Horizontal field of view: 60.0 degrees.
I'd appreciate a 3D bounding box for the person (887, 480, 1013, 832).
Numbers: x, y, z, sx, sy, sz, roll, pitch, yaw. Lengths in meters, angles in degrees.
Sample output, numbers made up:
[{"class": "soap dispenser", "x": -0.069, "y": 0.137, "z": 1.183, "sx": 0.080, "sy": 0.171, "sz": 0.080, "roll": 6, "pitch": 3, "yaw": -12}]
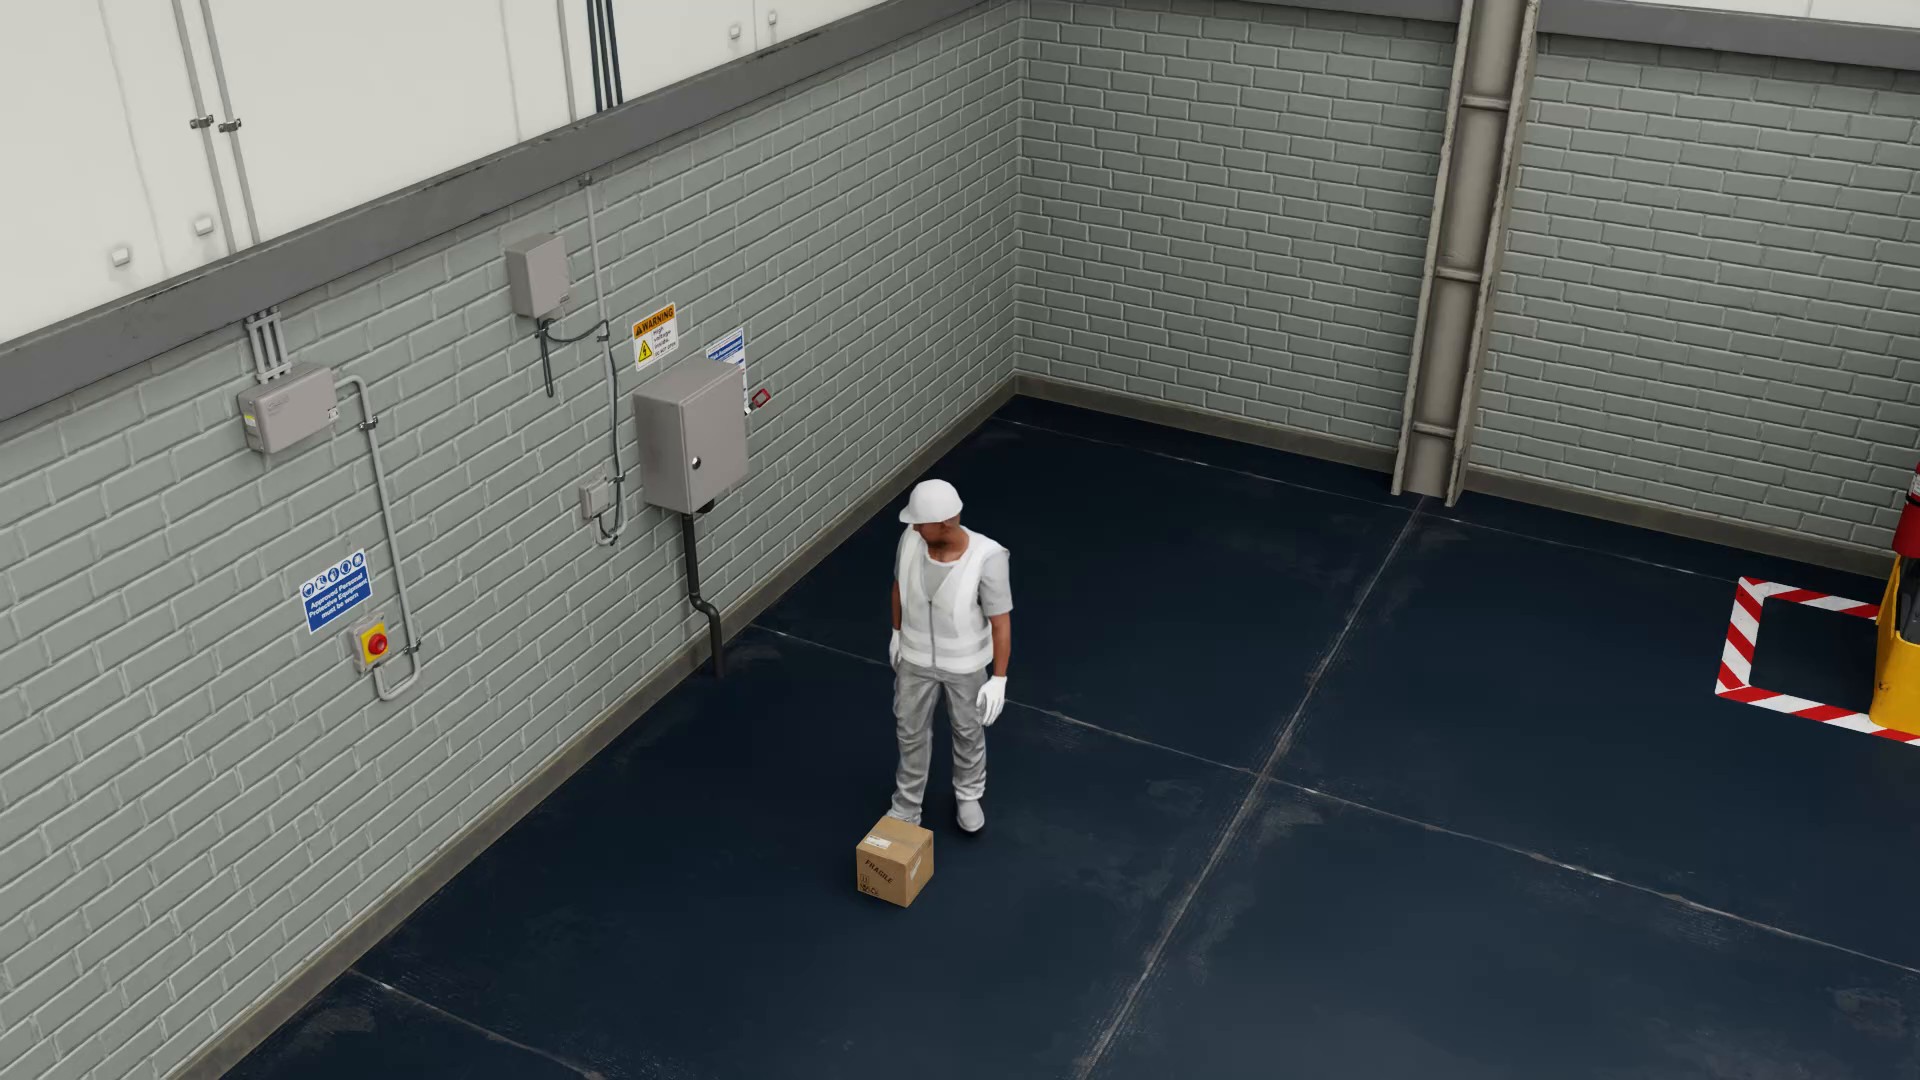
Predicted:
[{"class": "person", "x": -0.065, "y": 0.576, "z": 7.259, "sx": 0.624, "sy": 1.818, "sz": 0.555, "roll": 10, "pitch": 31, "yaw": 17}]
